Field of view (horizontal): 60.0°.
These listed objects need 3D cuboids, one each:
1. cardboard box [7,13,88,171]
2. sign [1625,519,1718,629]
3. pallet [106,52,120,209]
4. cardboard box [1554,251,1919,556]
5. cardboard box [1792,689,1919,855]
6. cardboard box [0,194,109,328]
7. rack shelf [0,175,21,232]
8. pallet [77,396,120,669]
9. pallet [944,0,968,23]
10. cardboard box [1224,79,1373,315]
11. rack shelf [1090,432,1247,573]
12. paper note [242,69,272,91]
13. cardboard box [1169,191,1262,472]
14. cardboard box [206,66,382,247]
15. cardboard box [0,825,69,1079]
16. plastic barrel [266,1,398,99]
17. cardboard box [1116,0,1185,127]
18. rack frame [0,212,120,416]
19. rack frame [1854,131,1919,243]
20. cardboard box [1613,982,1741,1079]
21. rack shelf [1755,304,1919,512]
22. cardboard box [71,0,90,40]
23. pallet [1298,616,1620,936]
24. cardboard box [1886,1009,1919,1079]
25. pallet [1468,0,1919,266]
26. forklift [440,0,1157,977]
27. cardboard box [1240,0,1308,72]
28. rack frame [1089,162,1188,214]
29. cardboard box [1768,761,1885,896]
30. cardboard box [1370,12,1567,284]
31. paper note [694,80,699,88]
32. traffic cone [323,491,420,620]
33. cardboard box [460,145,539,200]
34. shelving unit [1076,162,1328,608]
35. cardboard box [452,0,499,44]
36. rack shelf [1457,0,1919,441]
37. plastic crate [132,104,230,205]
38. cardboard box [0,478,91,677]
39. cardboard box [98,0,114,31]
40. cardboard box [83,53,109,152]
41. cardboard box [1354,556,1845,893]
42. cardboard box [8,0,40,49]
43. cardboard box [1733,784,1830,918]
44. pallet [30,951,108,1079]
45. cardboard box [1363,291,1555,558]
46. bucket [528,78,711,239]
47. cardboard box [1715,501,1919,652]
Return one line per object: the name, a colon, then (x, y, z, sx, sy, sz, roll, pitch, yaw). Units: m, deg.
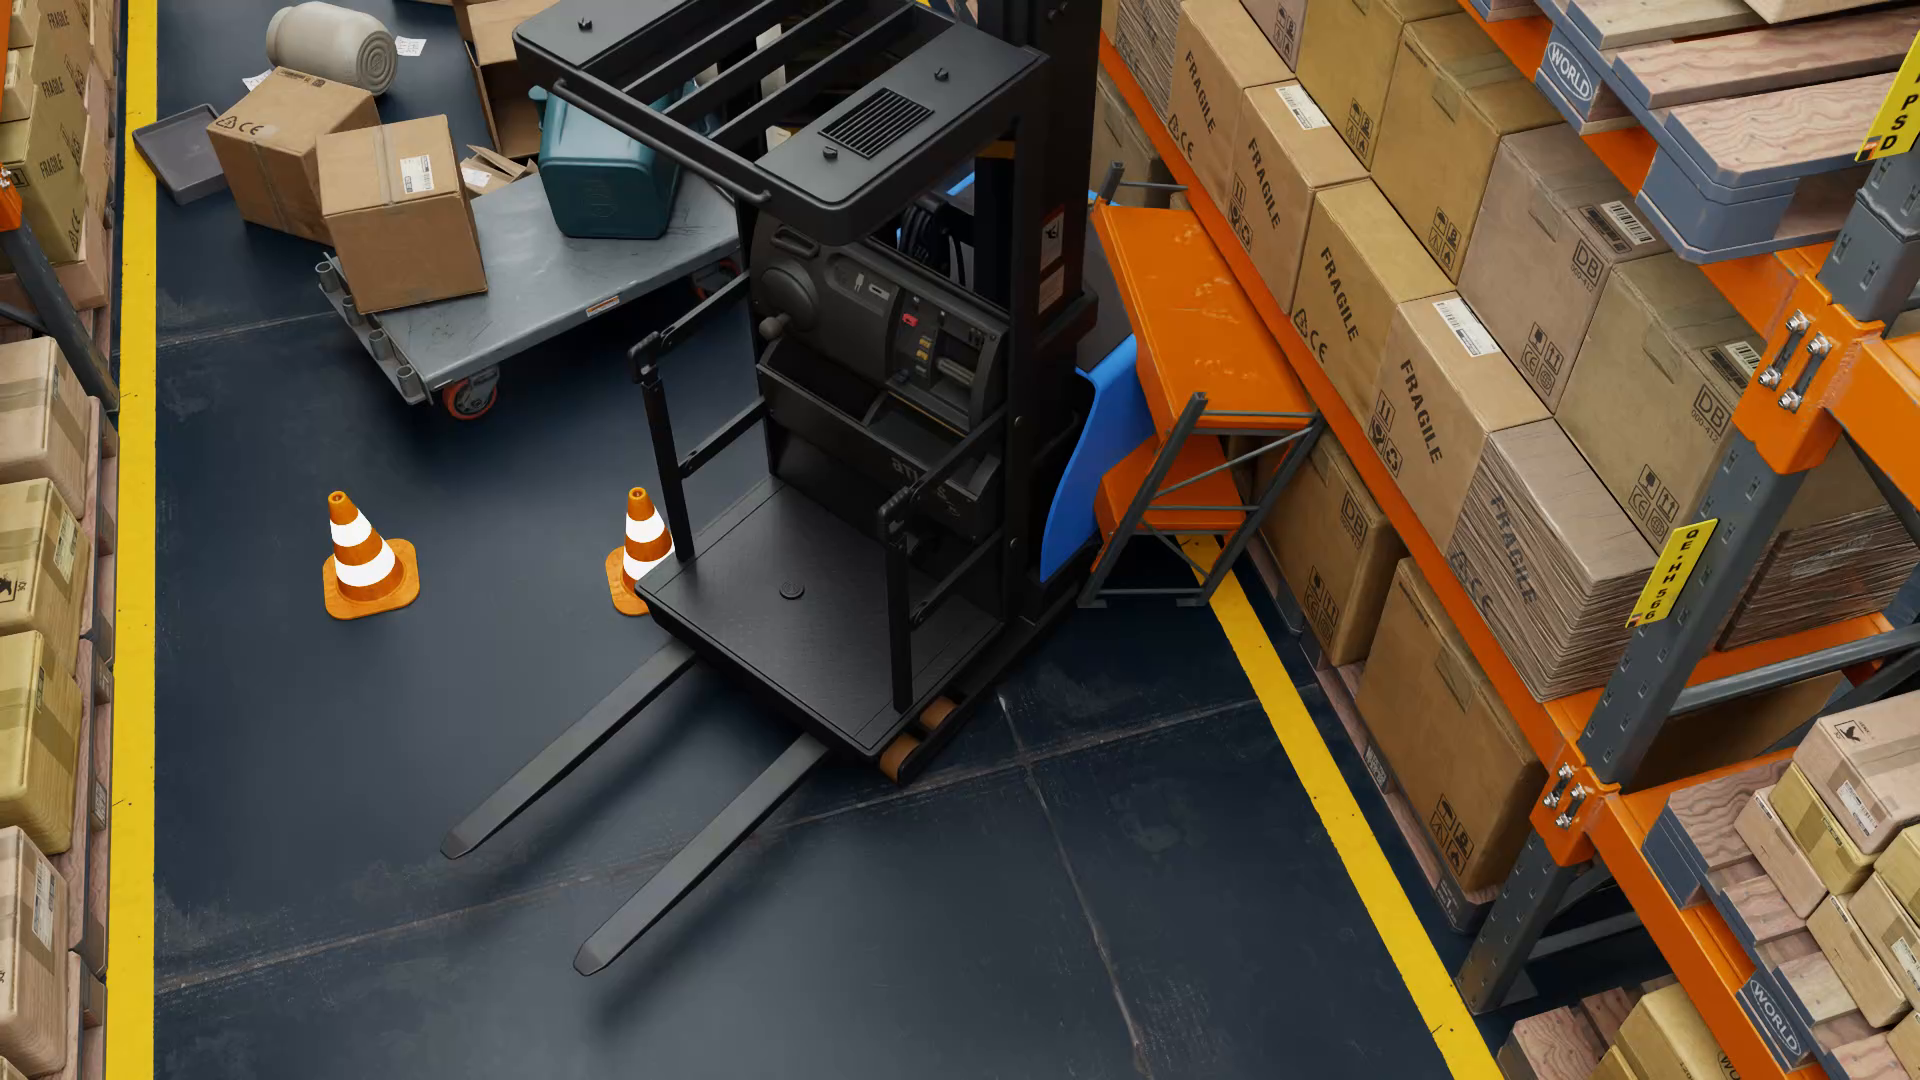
cardboard box: (-3.957, -1.780, 6.822, 0.500, 0.500, 0.500, -11, 51, -10)
sign: (1.481, 0.074, 3.469, 0.100, 0.325, 0.005, -13, 51, -11)
pallet: (-4.468, -1.886, 7.702, 1.003, 0.211, 1.213, -13, 51, -11)
cardboard box: (1.887, -0.366, 3.877, 0.700, 0.500, 0.500, -14, 51, -11)
cardboard box: (1.963, 0.458, 3.403, 0.380, 0.149, 0.250, -13, 51, -11)
cardboard box: (-3.788, -1.150, 6.782, 0.500, 0.250, 0.500, -15, 52, -13)
rack shelf: (-3.280, 0.283, 4.520, 1.077, 0.370, 4.000, -13, 51, -11)
pallet: (-3.639, 0.058, 6.063, 1.003, 0.211, 1.213, -13, 51, -11)
pallet: (0.313, -3.169, 8.784, 1.003, 0.211, 1.213, -13, 51, -11)
cardboard box: (1.171, -1.084, 5.137, 0.500, 0.500, 0.500, -13, 51, -10)
rack shelf: (0.633, -0.371, 5.982, 0.538, 0.278, 1.000, 0, 54, -19)
paper note: (-3.405, -2.235, 8.114, 0.142, 0.019, 0.148, -30, 56, -23)
cardboard box: (1.379, -0.874, 6.222, 1.050, 0.750, 0.750, -13, 51, -11)
cardboard box: (-2.888, -1.695, 7.350, 0.500, 0.500, 0.500, 18, 52, 14)
cardboard box: (-3.072, 1.272, 4.660, 0.950, 0.372, 0.625, -14, 51, -12)
plastic barrel: (-2.997, -2.334, 7.941, 0.512, 0.421, 0.421, 18, 52, 14)
cardboard box: (0.876, -1.821, 5.758, 0.500, 0.500, 0.500, -13, 51, -11)
rack frame: (-3.871, -1.409, 5.476, 1.000, 3.000, 0.127, -13, 51, -11)
rack frame: (2.011, -1.615, 1.725, 1.000, 3.000, 0.127, -13, 51, -11)
cardboard box: (1.983, 1.306, 4.057, 0.500, 0.250, 0.500, -15, 52, -13)
rack shelf: (2.602, 1.045, 1.916, 1.077, 0.370, 4.000, -13, 51, -11)
cardboard box: (-4.268, -2.545, 7.467, 0.500, 0.500, 0.500, -14, 51, -12)
pallet: (1.849, 0.625, 5.585, 1.003, 0.211, 1.213, -13, 51, -11)
cardboard box: (2.109, 1.030, 3.309, 0.380, 0.149, 0.250, -11, 51, -9)
pallet: (1.769, -1.045, 3.331, 1.213, 0.211, 1.003, -11, 51, -9)
forklift: (-0.397, -0.575, 4.818, 1.130, 2.935, 3.031, 32, 57, 24)
cardboard box: (1.283, -1.851, 5.129, 0.700, 0.500, 0.500, -13, 51, -11)
rack frame: (0.599, -0.926, 6.078, 0.500, 1.125, 0.032, 0, 54, -19)
cardboard box: (1.962, 0.567, 3.505, 0.380, 0.149, 0.250, -11, 51, -9)
cardboard box: (1.583, -1.109, 4.503, 0.700, 0.500, 0.500, -14, 51, -12)
paper note: (-1.322, -2.221, 8.107, 0.172, 0.023, 0.155, 2, 50, 2)
traffic cone: (-2.167, -0.003, 5.949, 0.336, 0.463, 0.334, -13, 51, -11)
cardboard box: (-2.062, -1.608, 7.432, 0.396, 0.266, 0.258, 26, 55, 20)
shelving unit: (0.697, -0.515, 5.795, 0.538, 1.125, 1.048, 0, 54, -19)
cardboard box: (-2.116, -2.816, 8.295, 0.637, 0.503, 0.797, 26, 55, 20)
rack shelf: (1.419, -1.877, 4.379, 1.077, 0.370, 4.000, -13, 51, -11)
plastic crate: (-3.552, -1.800, 7.715, 0.402, 0.080, 0.583, -30, 56, -23)
cardboard box: (-3.498, 0.209, 5.556, 0.950, 0.372, 0.625, -10, 51, -9)
cardboard box: (-4.412, -2.670, 8.063, 0.500, 0.250, 0.500, -13, 51, -11)
cardboard box: (-4.116, -1.925, 7.434, 0.500, 0.250, 0.500, -14, 51, -11)
cardboard box: (1.916, 0.444, 5.111, 1.050, 0.750, 0.750, -14, 51, -11)
cardboard box: (-3.921, -2.081, 6.651, 0.380, 0.149, 0.250, -12, 51, -10)
cardboard box: (1.950, 0.637, 3.641, 0.380, 0.149, 0.250, -14, 51, -11)
pallet: (-2.918, 1.840, 4.561, 1.003, 0.211, 1.213, -13, 51, -11)
cardboard box: (1.475, -0.346, 4.514, 0.500, 0.500, 0.500, -13, 51, -11)
bucket: (-1.415, -1.615, 6.797, 0.726, 0.611, 0.620, 2, 60, 2)
cardboard box: (2.136, -0.102, 4.309, 0.500, 0.500, 0.500, -13, 51, -11)
